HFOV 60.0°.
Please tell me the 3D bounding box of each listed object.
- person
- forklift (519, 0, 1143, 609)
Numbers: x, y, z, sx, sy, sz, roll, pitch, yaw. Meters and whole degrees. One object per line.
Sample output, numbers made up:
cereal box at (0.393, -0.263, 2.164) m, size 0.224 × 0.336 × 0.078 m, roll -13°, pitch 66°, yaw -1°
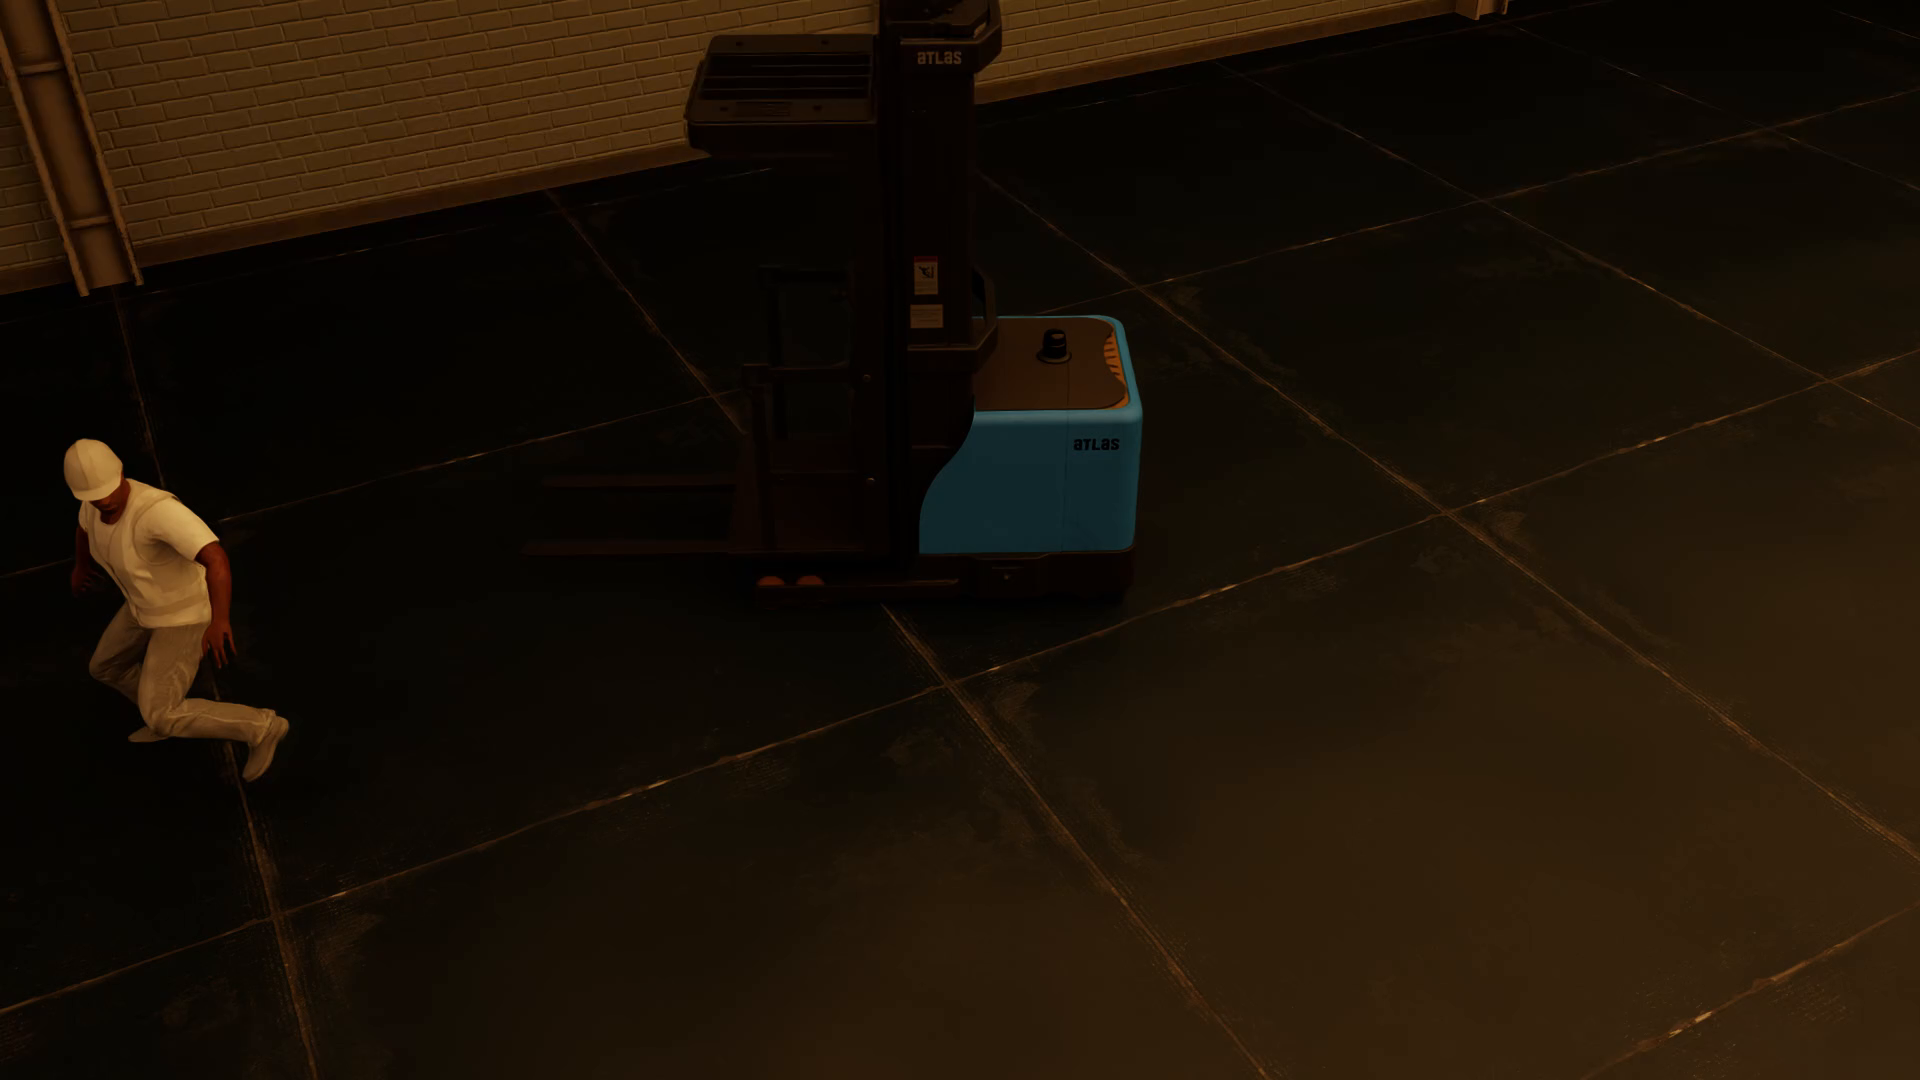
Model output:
person at (-3.360, 0.277, 6.900) m, size 1.127 × 1.640 × 0.503 m, roll 28°, pitch 44°, yaw 34°
forklift at (-0.664, -1.163, 7.769) m, size 3.031 × 2.935 × 1.130 m, roll -1°, pitch 35°, yaw -1°
